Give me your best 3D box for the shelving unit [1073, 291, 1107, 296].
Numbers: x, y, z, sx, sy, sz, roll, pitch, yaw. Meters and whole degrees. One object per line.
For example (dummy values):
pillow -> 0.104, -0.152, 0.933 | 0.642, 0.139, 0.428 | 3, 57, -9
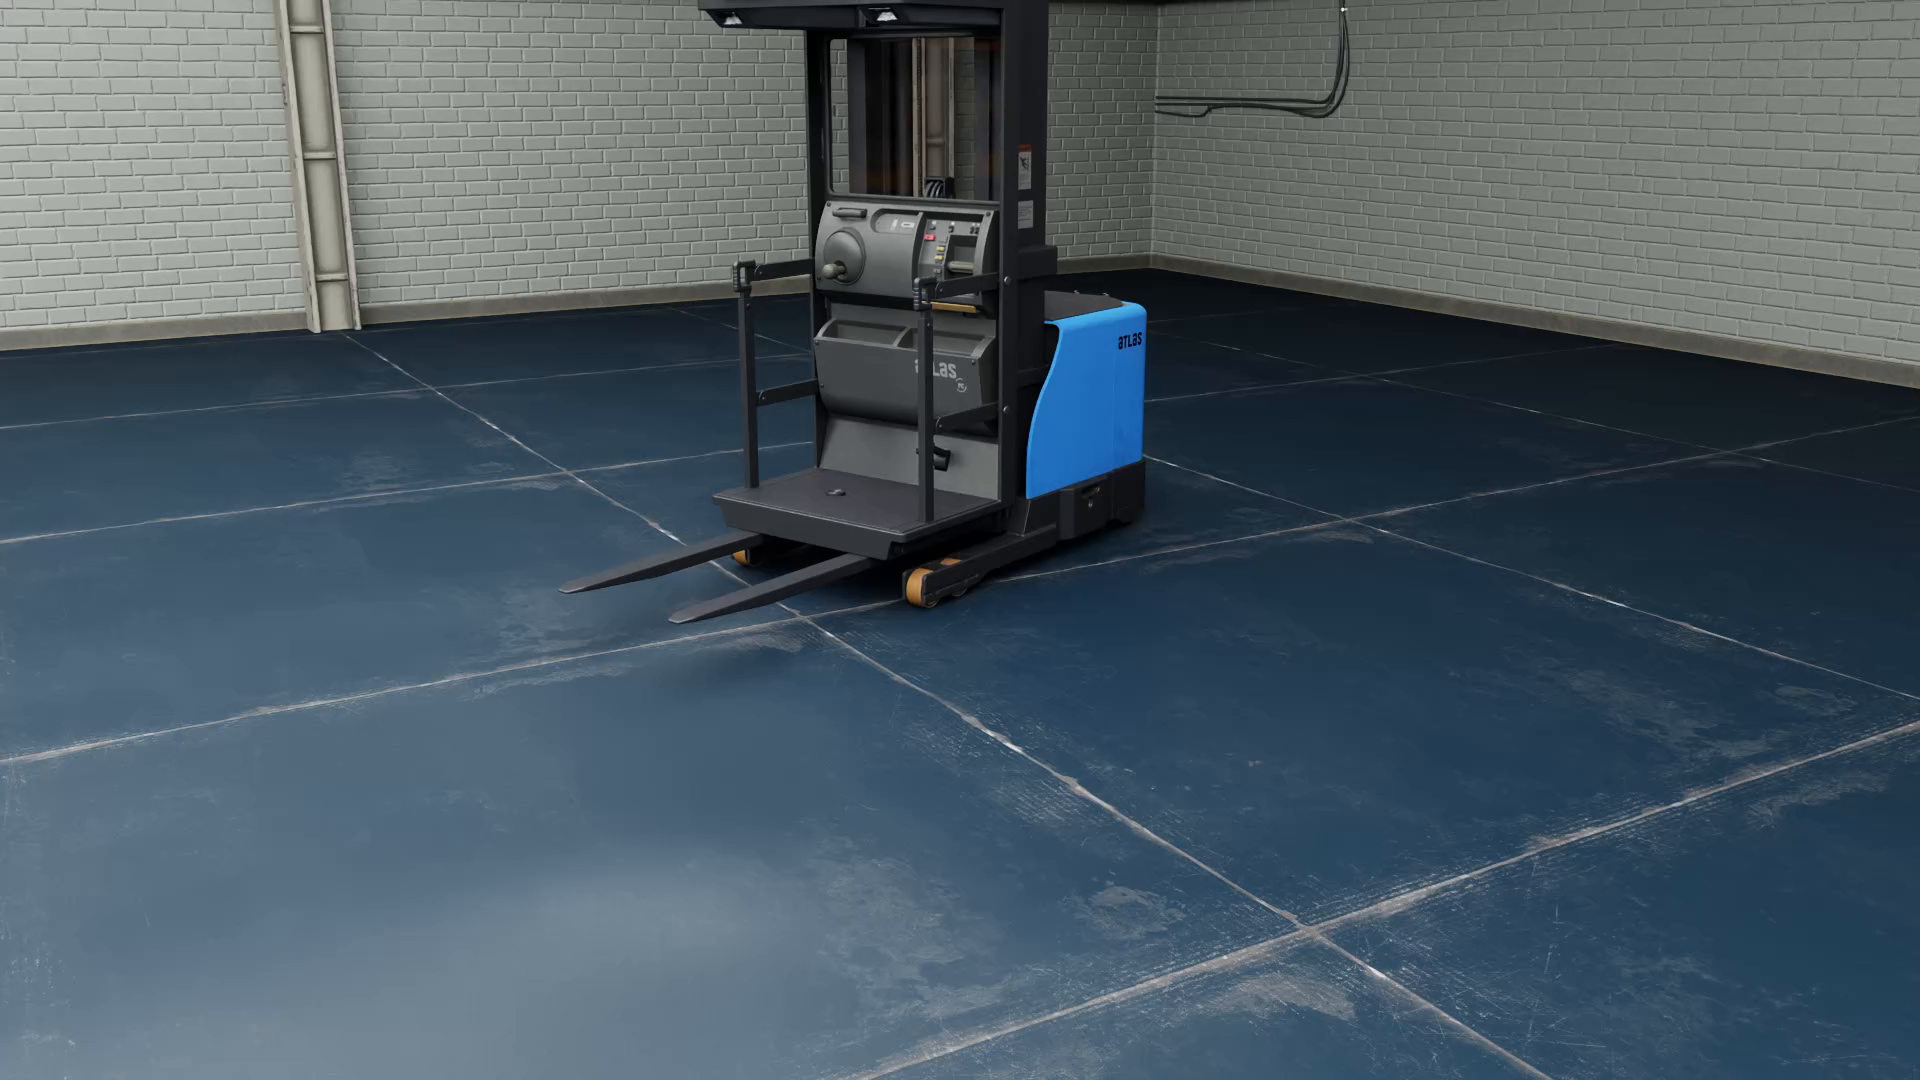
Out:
shelving unit -> 0.581, -0.752, 8.623 | 0.215, 1.050, 0.252 | 11, 16, 35

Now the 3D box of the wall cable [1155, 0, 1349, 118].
wall cable -> 2.906, -5.615, 17.023 | 0.112, 2.526, 3.097 | -9, 18, -30

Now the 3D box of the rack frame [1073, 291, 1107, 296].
rack frame -> 0.654, -0.771, 8.719 | 0.200, 1.050, 0.008 | 11, 16, 35

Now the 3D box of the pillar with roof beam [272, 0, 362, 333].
pillar with roof beam -> -3.226, -5.177, 9.706 | 0.400, 9.000, 9.100 | -9, 18, -30

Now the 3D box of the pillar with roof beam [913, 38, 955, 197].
pillar with roof beam -> 1.917, -6.011, 12.681 | 0.400, 9.000, 9.100 | -9, 18, -30

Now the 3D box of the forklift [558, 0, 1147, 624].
forklift -> -0.374, -1.277, 7.036 | 1.130, 2.935, 3.031 | 11, 19, 35
